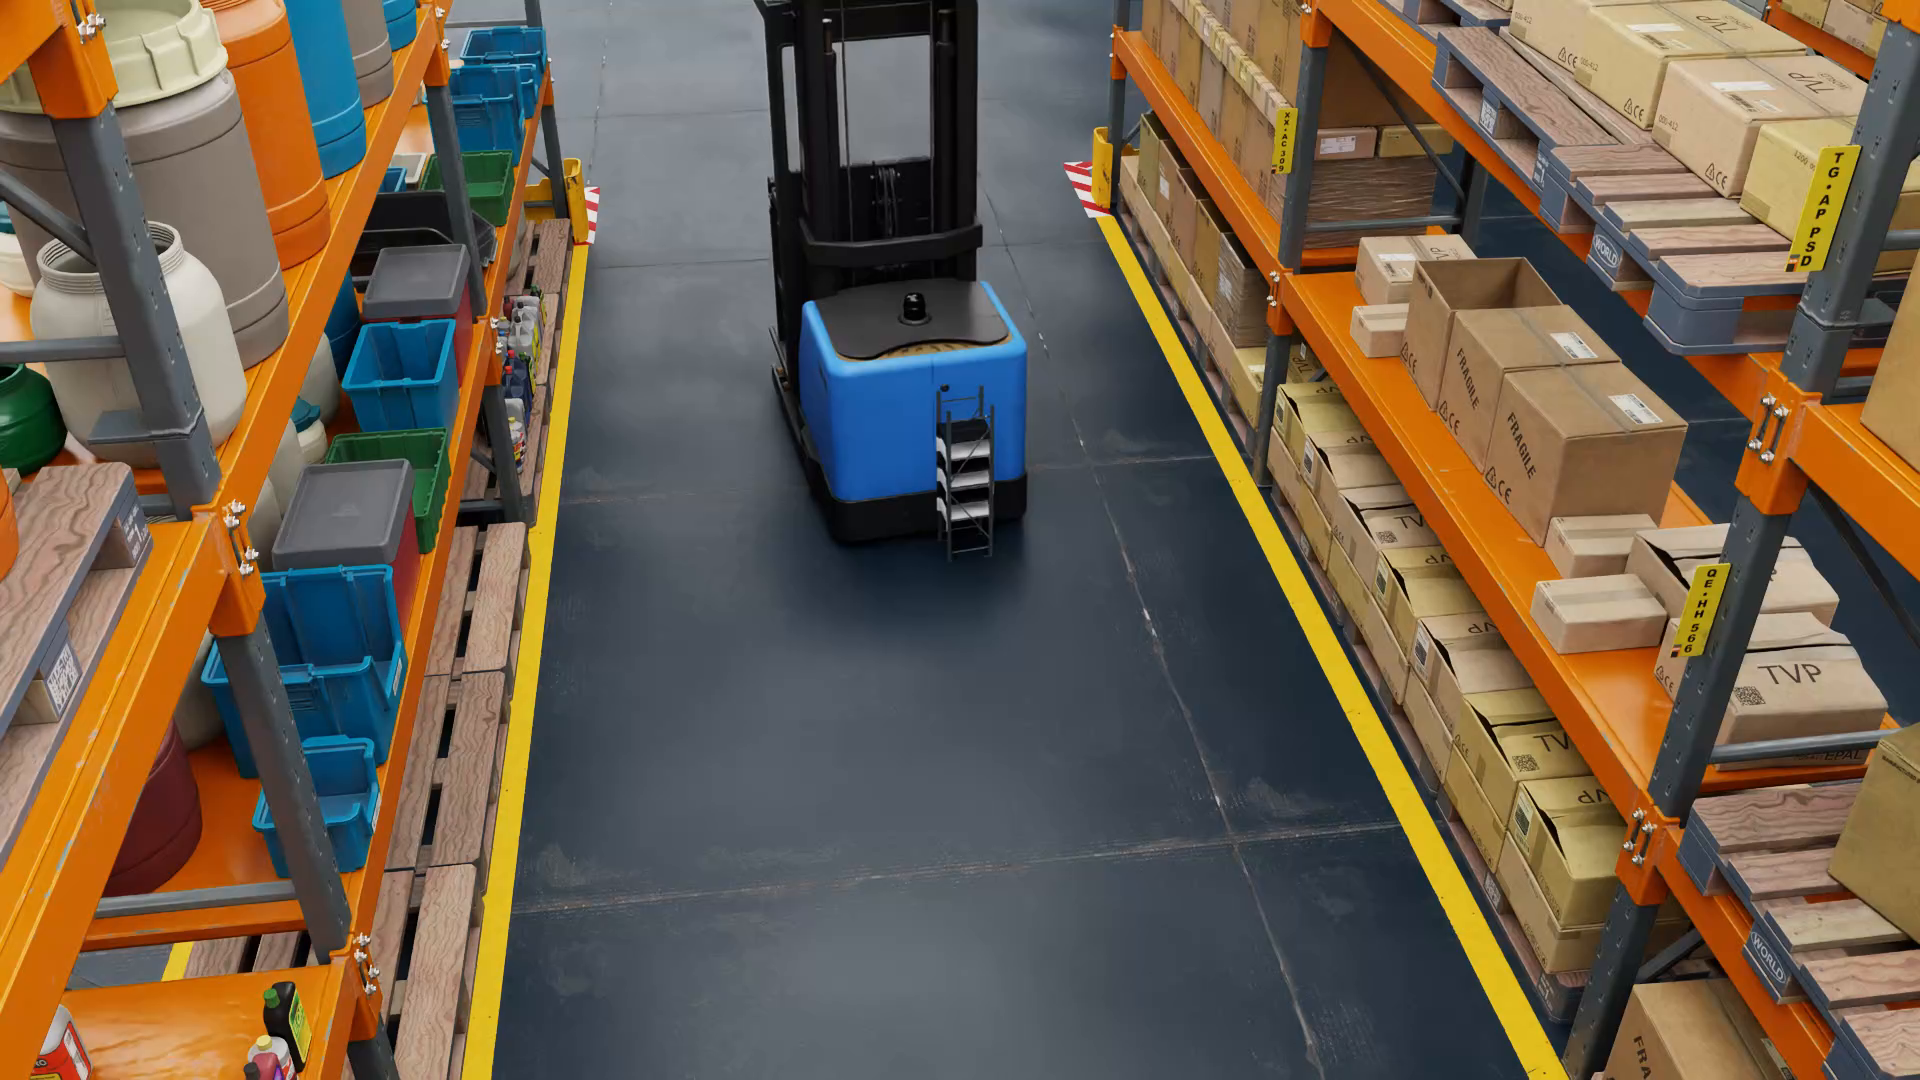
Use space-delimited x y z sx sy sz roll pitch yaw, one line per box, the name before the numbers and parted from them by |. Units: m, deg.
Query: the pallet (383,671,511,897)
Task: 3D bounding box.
pallet | -2.469 1.050 7.022 1.003 0.211 1.213 -4 35 -6

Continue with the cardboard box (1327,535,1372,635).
cardboard box | 2.077 0.188 7.880 0.500 0.250 0.500 -5 35 -8

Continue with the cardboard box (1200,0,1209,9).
cardboard box | 1.792 -3.537 10.036 0.700 0.500 0.500 -4 35 -6

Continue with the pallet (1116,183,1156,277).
pallet | 1.735 -2.250 11.863 1.003 0.211 1.213 -4 35 -6

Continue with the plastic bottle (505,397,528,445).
plastic bottle | -2.460 -0.666 9.091 0.152 0.276 0.135 -3 34 -5

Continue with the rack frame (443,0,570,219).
rack frame | -3.319 -3.452 11.152 1.000 3.000 0.127 -4 35 -6

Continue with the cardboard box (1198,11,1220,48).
cardboard box | 1.636 -3.042 9.885 0.380 0.149 0.250 -4 34 -6

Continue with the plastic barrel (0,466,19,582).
plastic barrel | -2.169 -0.262 3.052 0.600 0.830 0.708 -4 35 -6

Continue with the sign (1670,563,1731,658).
sign | 2.117 0.204 4.758 0.100 0.325 0.005 -4 35 -6

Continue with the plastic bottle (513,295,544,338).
plastic bottle | -2.630 -1.374 10.131 0.152 0.276 0.135 -4 34 -6

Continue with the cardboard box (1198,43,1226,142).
cardboard box | 1.851 -2.742 10.020 0.700 0.500 0.500 -3 34 -5

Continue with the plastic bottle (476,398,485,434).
plastic bottle | -2.621 -0.778 9.190 0.144 0.351 0.185 -4 35 -6

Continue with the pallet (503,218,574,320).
pallet | -3.158 -1.807 11.215 1.003 0.211 1.213 -4 35 -6

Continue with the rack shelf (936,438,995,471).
rack shelf | 0.026 -0.447 8.347 0.258 0.077 0.200 -8 35 -12

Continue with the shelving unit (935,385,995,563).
shelving unit | 0.026 -0.326 8.430 0.258 0.900 0.210 -8 35 -12

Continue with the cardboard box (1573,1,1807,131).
cardboard box | 2.395 -1.572 5.490 0.500 0.250 0.500 -5 35 -7

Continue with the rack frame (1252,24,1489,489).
rack frame | 2.128 -1.593 8.424 1.000 3.000 0.127 -4 35 -6

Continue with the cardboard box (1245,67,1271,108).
cardboard box | 1.774 -2.469 9.044 0.380 0.149 0.250 -4 35 -6

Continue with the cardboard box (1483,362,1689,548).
cardboard box | 2.424 -0.338 6.493 0.500 0.500 0.500 -6 35 -9

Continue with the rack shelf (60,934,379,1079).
rack shelf | -1.974 2.425 3.166 1.077 0.370 4.000 -4 35 -6

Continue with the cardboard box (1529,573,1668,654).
cardboard box | 2.271 0.262 5.925 0.380 0.149 0.250 -4 35 -6

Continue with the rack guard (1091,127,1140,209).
rack guard | 1.587 -2.806 12.423 1.175 0.500 0.348 -4 35 -6

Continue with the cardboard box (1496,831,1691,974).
cardboard box | 2.354 1.326 6.209 0.500 0.250 0.500 -4 34 -5

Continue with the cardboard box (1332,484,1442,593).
cardboard box | 2.070 -0.044 7.722 0.500 0.311 0.500 -5 35 -8

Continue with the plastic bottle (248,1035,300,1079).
plastic bottle | -1.768 1.353 4.277 0.097 0.201 0.097 0 34 0

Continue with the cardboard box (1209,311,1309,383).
cardboard box | 1.792 -1.153 9.846 0.500 0.250 0.500 -4 35 -6

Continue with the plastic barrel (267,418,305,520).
plastic barrel | -2.771 -0.316 6.430 0.433 0.535 0.433 0 34 0

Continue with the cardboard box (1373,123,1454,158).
cardboard box | 2.284 -2.067 8.455 0.380 0.149 0.250 -4 35 -6

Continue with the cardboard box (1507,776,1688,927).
cardboard box | 2.352 1.096 6.049 0.500 0.311 0.500 -3 34 -5

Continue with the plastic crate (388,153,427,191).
plastic crate | -3.250 -1.998 9.253 0.530 0.136 0.437 -4 35 -6

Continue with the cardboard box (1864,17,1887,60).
cardboard box | 6.396 -3.279 11.014 0.500 0.250 0.500 -5 35 -7

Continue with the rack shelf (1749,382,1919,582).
rack shelf | 2.935 0.813 2.869 1.077 0.370 4.000 -4 35 -6

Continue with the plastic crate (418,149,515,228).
plastic crate | -2.683 -1.911 9.079 0.450 0.188 0.662 -4 35 -6

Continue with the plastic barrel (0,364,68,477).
plastic barrel | -2.327 -0.297 3.997 0.294 0.245 0.294 0 34 0

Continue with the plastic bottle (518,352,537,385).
plastic bottle | -2.518 -0.993 9.637 0.097 0.201 0.097 0 34 0

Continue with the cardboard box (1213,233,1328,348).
cardboard box | 1.794 -1.463 9.635 0.500 0.500 0.500 -4 35 -6

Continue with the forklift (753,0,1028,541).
forklift | -0.509 -2.032 9.129 1.130 2.935 3.031 -8 35 -12

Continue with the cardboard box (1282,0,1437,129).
cardboard box | 2.062 -2.418 8.393 0.700 0.500 0.500 -4 34 -6

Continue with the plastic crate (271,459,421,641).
plastic crate | -2.157 0.061 5.941 0.402 0.464 0.583 -4 35 -6

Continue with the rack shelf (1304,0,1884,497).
rack shelf | 2.397 -1.419 6.144 1.077 0.370 4.000 -4 35 -6

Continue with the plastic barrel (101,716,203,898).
plastic barrel | -2.605 0.720 4.909 0.600 0.536 0.708 -4 35 -6

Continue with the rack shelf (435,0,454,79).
rack shelf | -3.050 -3.278 8.872 1.077 0.370 4.000 -4 35 -6

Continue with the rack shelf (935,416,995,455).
rack shelf | 0.026 -0.522 8.296 0.258 0.077 0.200 -8 35 -12

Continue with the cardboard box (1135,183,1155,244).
cardboard box | 1.513 -2.268 11.483 0.500 0.250 0.500 -4 35 -6

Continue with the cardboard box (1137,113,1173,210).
cardboard box | 1.511 -2.578 11.272 0.500 0.500 0.500 -4 35 -6

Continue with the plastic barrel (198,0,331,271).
plastic barrel | -2.226 -1.245 4.868 0.600 0.830 0.708 -4 35 -6

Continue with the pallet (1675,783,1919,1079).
pallet | 2.827 1.091 4.656 1.213 0.211 1.003 -4 35 -6

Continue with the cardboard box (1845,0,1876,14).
cardboard box | 6.321 -3.893 11.249 0.500 0.500 0.500 -4 35 -6

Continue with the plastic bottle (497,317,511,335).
plastic bottle | -2.733 -1.246 10.009 0.097 0.201 0.097 0 34 0

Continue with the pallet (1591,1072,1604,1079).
pallet | 2.729 2.211 5.319 1.003 0.211 1.213 -4 35 -6
